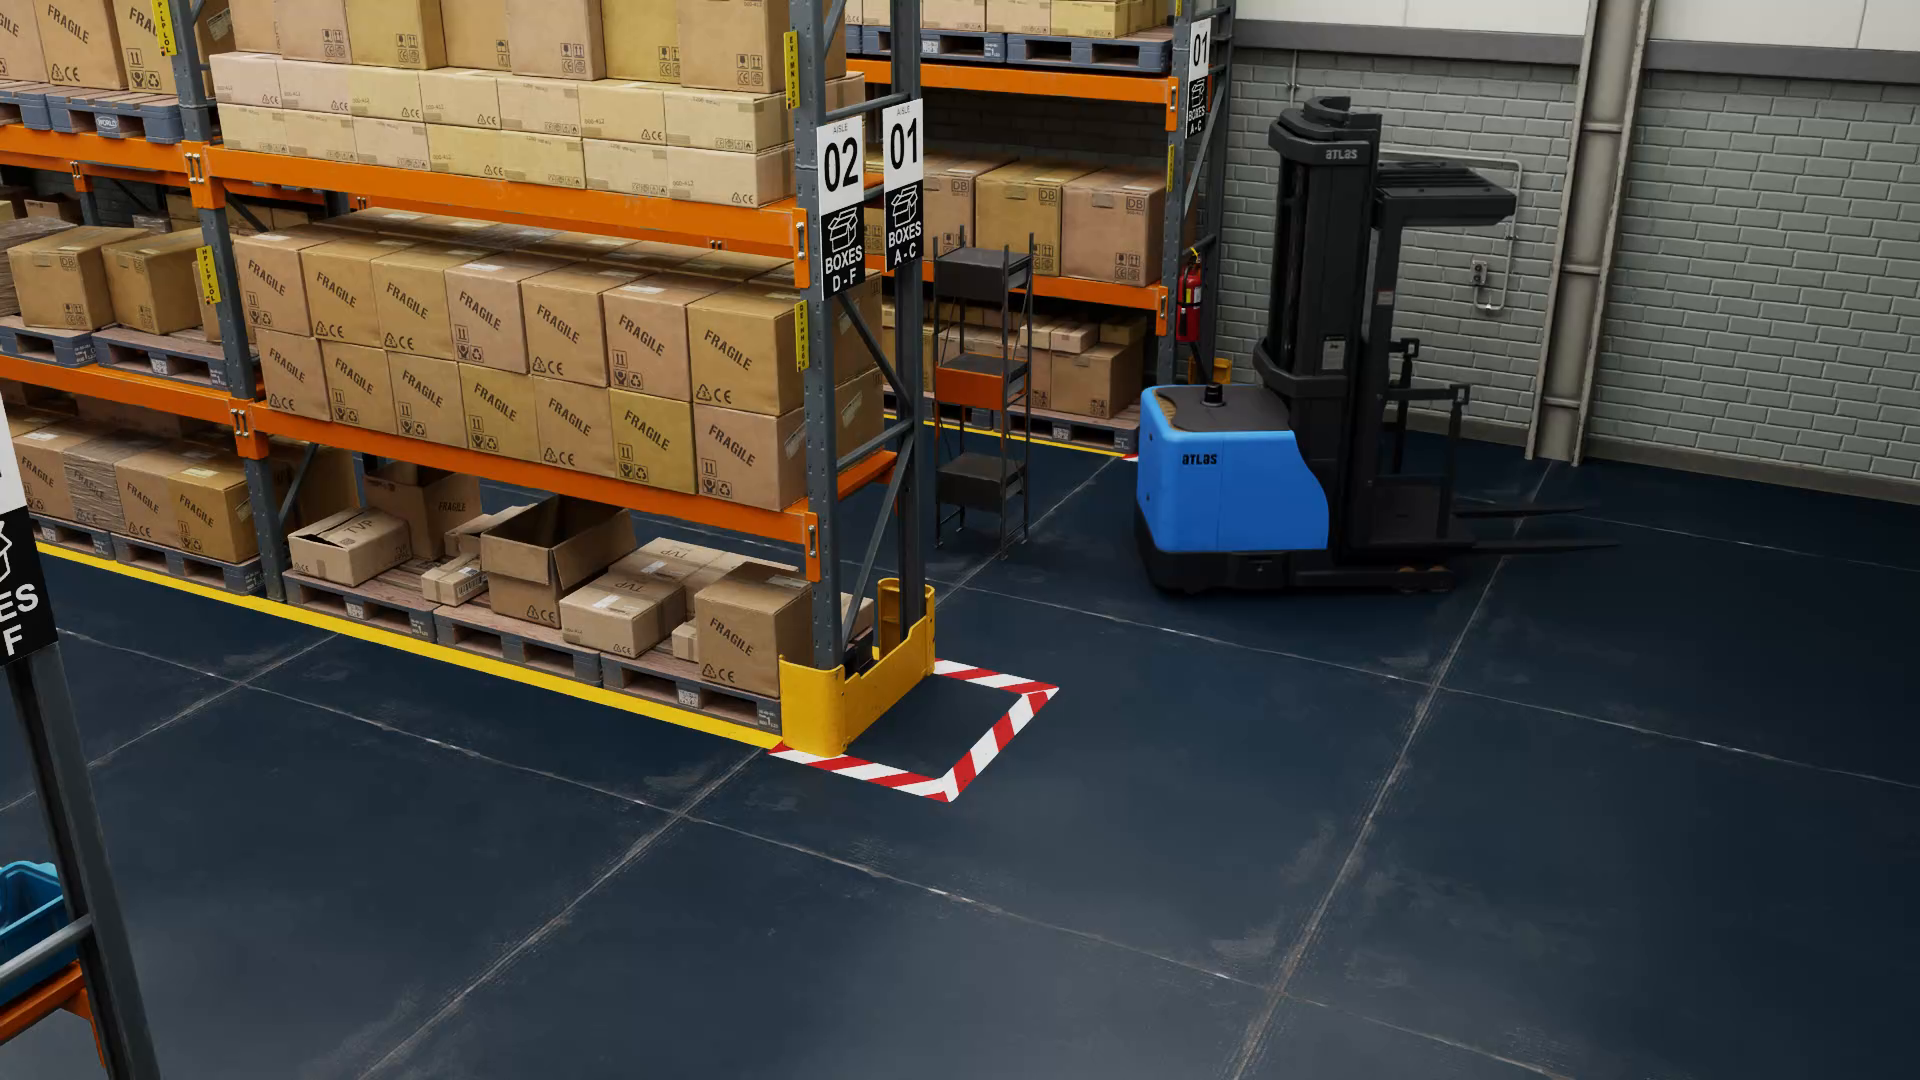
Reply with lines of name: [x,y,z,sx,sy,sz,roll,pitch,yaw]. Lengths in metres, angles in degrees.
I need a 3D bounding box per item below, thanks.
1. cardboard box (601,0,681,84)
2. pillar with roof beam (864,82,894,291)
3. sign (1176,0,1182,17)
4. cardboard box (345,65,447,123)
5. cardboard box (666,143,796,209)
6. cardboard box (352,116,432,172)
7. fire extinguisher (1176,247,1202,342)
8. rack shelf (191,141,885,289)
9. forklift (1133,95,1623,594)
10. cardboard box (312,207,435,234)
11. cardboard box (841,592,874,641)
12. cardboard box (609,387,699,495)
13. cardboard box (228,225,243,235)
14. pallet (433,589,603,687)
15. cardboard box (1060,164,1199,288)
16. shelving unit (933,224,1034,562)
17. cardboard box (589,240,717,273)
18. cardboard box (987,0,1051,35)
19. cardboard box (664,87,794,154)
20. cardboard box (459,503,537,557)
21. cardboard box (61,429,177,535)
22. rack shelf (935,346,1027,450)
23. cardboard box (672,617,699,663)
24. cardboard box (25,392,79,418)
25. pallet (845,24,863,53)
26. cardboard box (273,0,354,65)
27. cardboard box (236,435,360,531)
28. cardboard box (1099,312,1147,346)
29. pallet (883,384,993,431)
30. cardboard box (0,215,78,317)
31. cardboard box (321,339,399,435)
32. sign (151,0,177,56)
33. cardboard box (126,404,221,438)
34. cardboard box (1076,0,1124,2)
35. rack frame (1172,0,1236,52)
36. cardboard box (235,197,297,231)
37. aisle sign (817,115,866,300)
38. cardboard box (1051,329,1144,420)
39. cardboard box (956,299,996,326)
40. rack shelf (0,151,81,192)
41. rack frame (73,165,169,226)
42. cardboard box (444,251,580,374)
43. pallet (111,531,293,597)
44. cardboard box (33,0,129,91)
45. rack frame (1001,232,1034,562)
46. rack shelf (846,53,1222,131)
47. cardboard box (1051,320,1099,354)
cardboard box: [-1.344,-2.555,8.186,0.500,0.500,0.700,11,25,25]
pillar with roof beam: [-2.735,-4.338,9.952,0.400,9.000,9.100,11,25,25]
sign: [1.505,-3.760,11.396,0.005,0.325,0.100,11,25,25]
cardboard box: [-2.830,-2.360,8.687,0.500,0.250,0.500,11,25,25]
cardboard box: [-1.047,-1.775,7.950,0.500,0.250,0.500,11,25,25]
cardboard box: [-2.827,-2.132,8.789,0.500,0.250,0.500,11,25,25]
fire extinguisher: [1.688,-1.801,12.227,0.183,0.674,0.296,11,25,25]
rack shelf: [-2.255,-1.868,8.895,4.000,0.370,1.077,11,25,25]
forklift: [2.706,-1.216,10.365,3.031,2.935,1.130,-1,23,-3]
cardboard box: [-3.471,-1.679,9.959,0.500,0.500,0.500,11,26,25]
cardboard box: [-0.688,0.450,9.439,0.250,0.149,0.380,11,25,25]
cardboard box: [-1.457,-0.586,8.667,0.500,0.500,0.500,11,26,25]
cardboard box: [-7.362,-3.065,17.256,0.500,0.500,0.700,12,26,25]
pallet: [-2.334,0.448,9.926,1.213,0.211,1.003,11,25,25]
cardboard box: [1.302,-2.421,12.726,0.700,0.700,0.980,12,26,27]
shelving unit: [0.148,-0.937,10.770,0.503,2.100,0.431,11,25,25]
cardboard box: [-1.661,-1.322,9.119,0.500,0.500,0.500,12,26,25]
cardboard box: [0.524,-3.875,12.223,0.500,0.250,0.500,10,25,23]
cardboard box: [-1.043,-2.008,7.860,0.500,0.250,0.500,11,25,25]
cardboard box: [-2.734,-0.003,10.297,0.500,0.311,0.500,11,25,25]
cardboard box: [-5.494,-0.390,10.965,0.500,0.500,0.500,12,26,25]
rack shelf: [0.148,-0.924,10.776,0.480,0.518,0.431,11,25,25]
cardboard box: [-1.387,0.523,9.245,0.250,0.166,0.380,11,25,25]
cardboard box: [-6.207,-0.755,11.825,0.500,0.500,0.500,10,25,23]
pallet: [-1.082,-4.094,13.324,1.213,0.211,1.003,11,25,25]
cardboard box: [-3.206,-2.848,8.875,0.500,0.500,0.700,11,25,25]
cardboard box: [-4.361,-0.394,10.976,0.500,0.500,0.500,10,25,22]
cardboard box: [1.294,-1.674,13.182,0.250,0.149,0.380,11,26,25]
pallet: [-0.072,-1.242,13.902,1.213,0.211,1.003,11,25,25]
cardboard box: [-6.266,-1.817,11.026,0.500,0.500,0.700,17,28,34]
cardboard box: [-3.249,-0.943,9.507,0.500,0.500,0.500,12,26,25]
sign: [-4.287,-2.777,8.949,0.005,0.325,0.100,11,25,25]
cardboard box: [-5.254,-0.916,11.244,0.500,0.250,0.500,11,26,25]
cardboard box: [0.986,-4.126,11.854,0.500,0.500,0.500,11,25,24]
rack frame: [1.762,-4.957,11.407,0.127,3.000,1.000,11,25,25]
cardboard box: [-6.985,-3.326,16.913,0.500,0.250,0.500,11,25,24]
aisle sign: [-0.547,-1.543,7.722,0.004,0.787,0.394,11,25,25]
cardboard box: [1.092,-1.328,13.196,0.500,0.500,0.700,11,25,25]
cardboard box: [0.162,-1.897,13.707,0.250,0.149,0.380,11,26,25]
rack shelf: [-10.732,-4.337,18.535,4.000,0.370,1.077,11,25,25]
rack frame: [-8.947,-4.315,17.563,0.127,3.000,1.000,11,25,25]
cardboard box: [-2.365,-1.223,8.889,0.500,0.500,0.500,12,26,26]
pallet: [-4.782,-0.019,11.024,1.213,0.211,1.003,11,25,25]
cardboard box: [-5.062,-3.062,9.992,0.600,0.600,0.600,11,25,24]
rack frame: [0.365,-0.894,10.669,0.015,2.100,0.400,11,25,25]
rack shelf: [-0.023,-3.598,12.965,4.000,0.370,1.077,11,25,25]
cardboard box: [0.895,-1.585,12.973,0.250,0.149,0.380,11,25,24]
